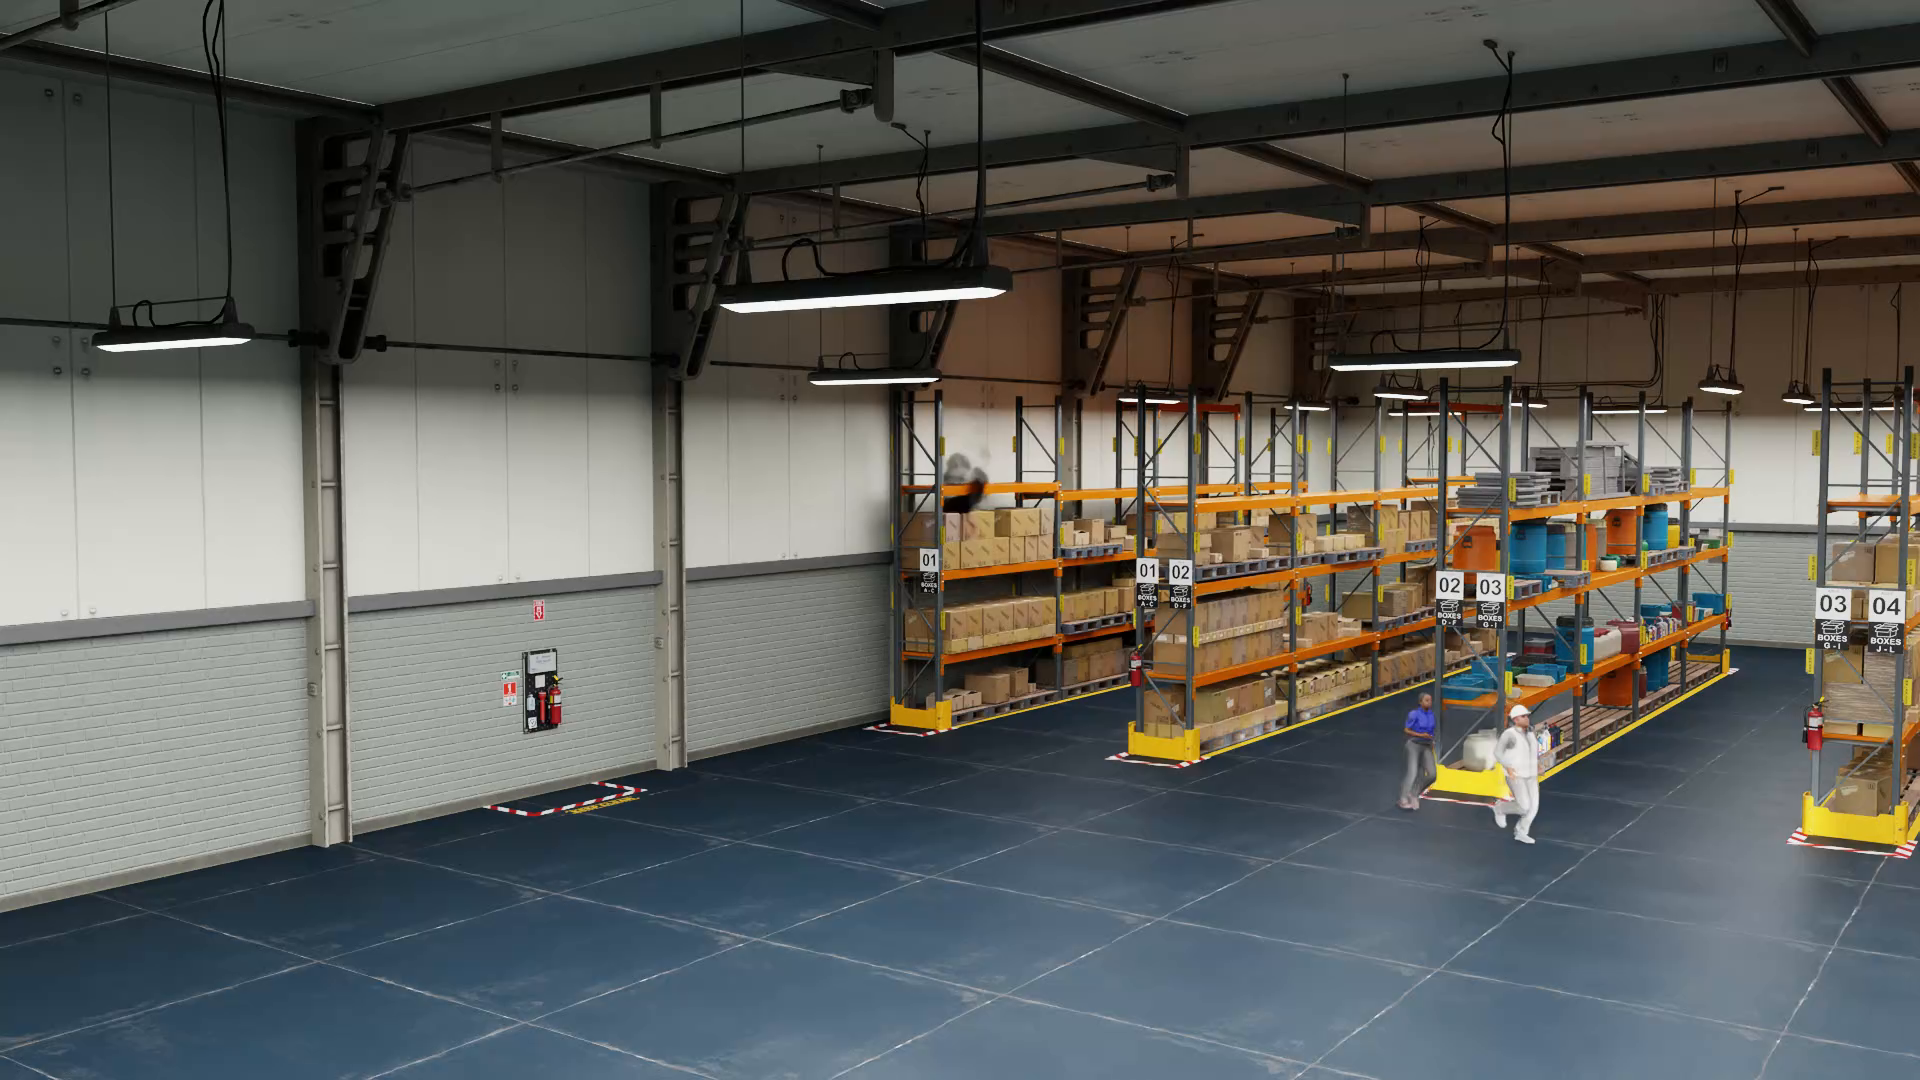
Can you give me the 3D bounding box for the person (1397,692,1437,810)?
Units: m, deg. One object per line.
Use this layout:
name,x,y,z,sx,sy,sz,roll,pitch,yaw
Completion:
person,6.372,2.911,22.852,0.586,1.636,0.628,-1,3,-21

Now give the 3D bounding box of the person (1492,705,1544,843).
person,7.089,2.958,21.129,0.663,1.730,0.586,-2,4,-26
